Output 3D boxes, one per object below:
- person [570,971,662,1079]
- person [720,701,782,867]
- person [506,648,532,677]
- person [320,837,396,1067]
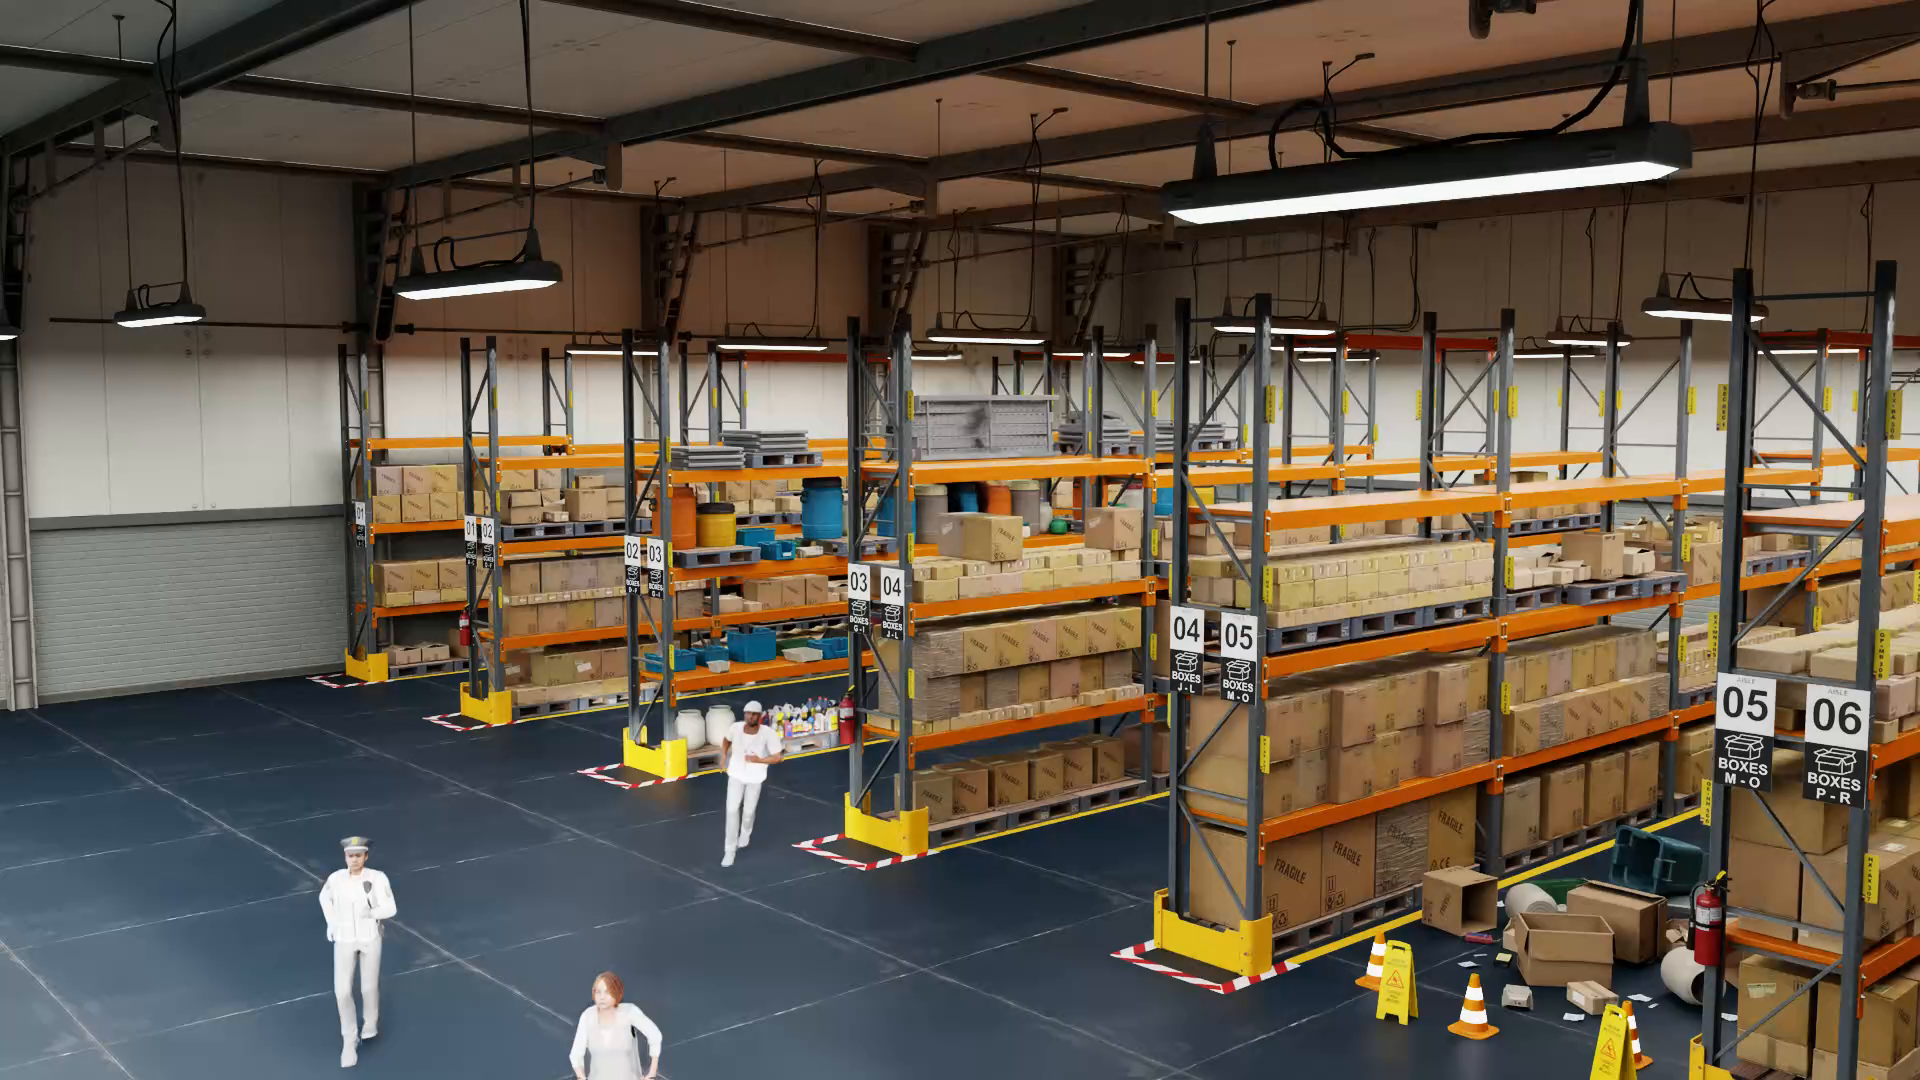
[{"bbox_3d":[-2.165,3.464,10.473,0.561,1.564,0.608,0,5,-2],"label":"person"},{"bbox_3d":[-2.311,2.656,18.432,0.700,1.798,0.877,0,5,2],"label":"person"},{"bbox_3d":[-7.620,1.734,28.329,0.664,1.843,0.799,4,6,36],"label":"person"},{"bbox_3d":[-4.696,3.164,12.971,0.593,1.747,0.709,-1,5,-14],"label":"person"}]
